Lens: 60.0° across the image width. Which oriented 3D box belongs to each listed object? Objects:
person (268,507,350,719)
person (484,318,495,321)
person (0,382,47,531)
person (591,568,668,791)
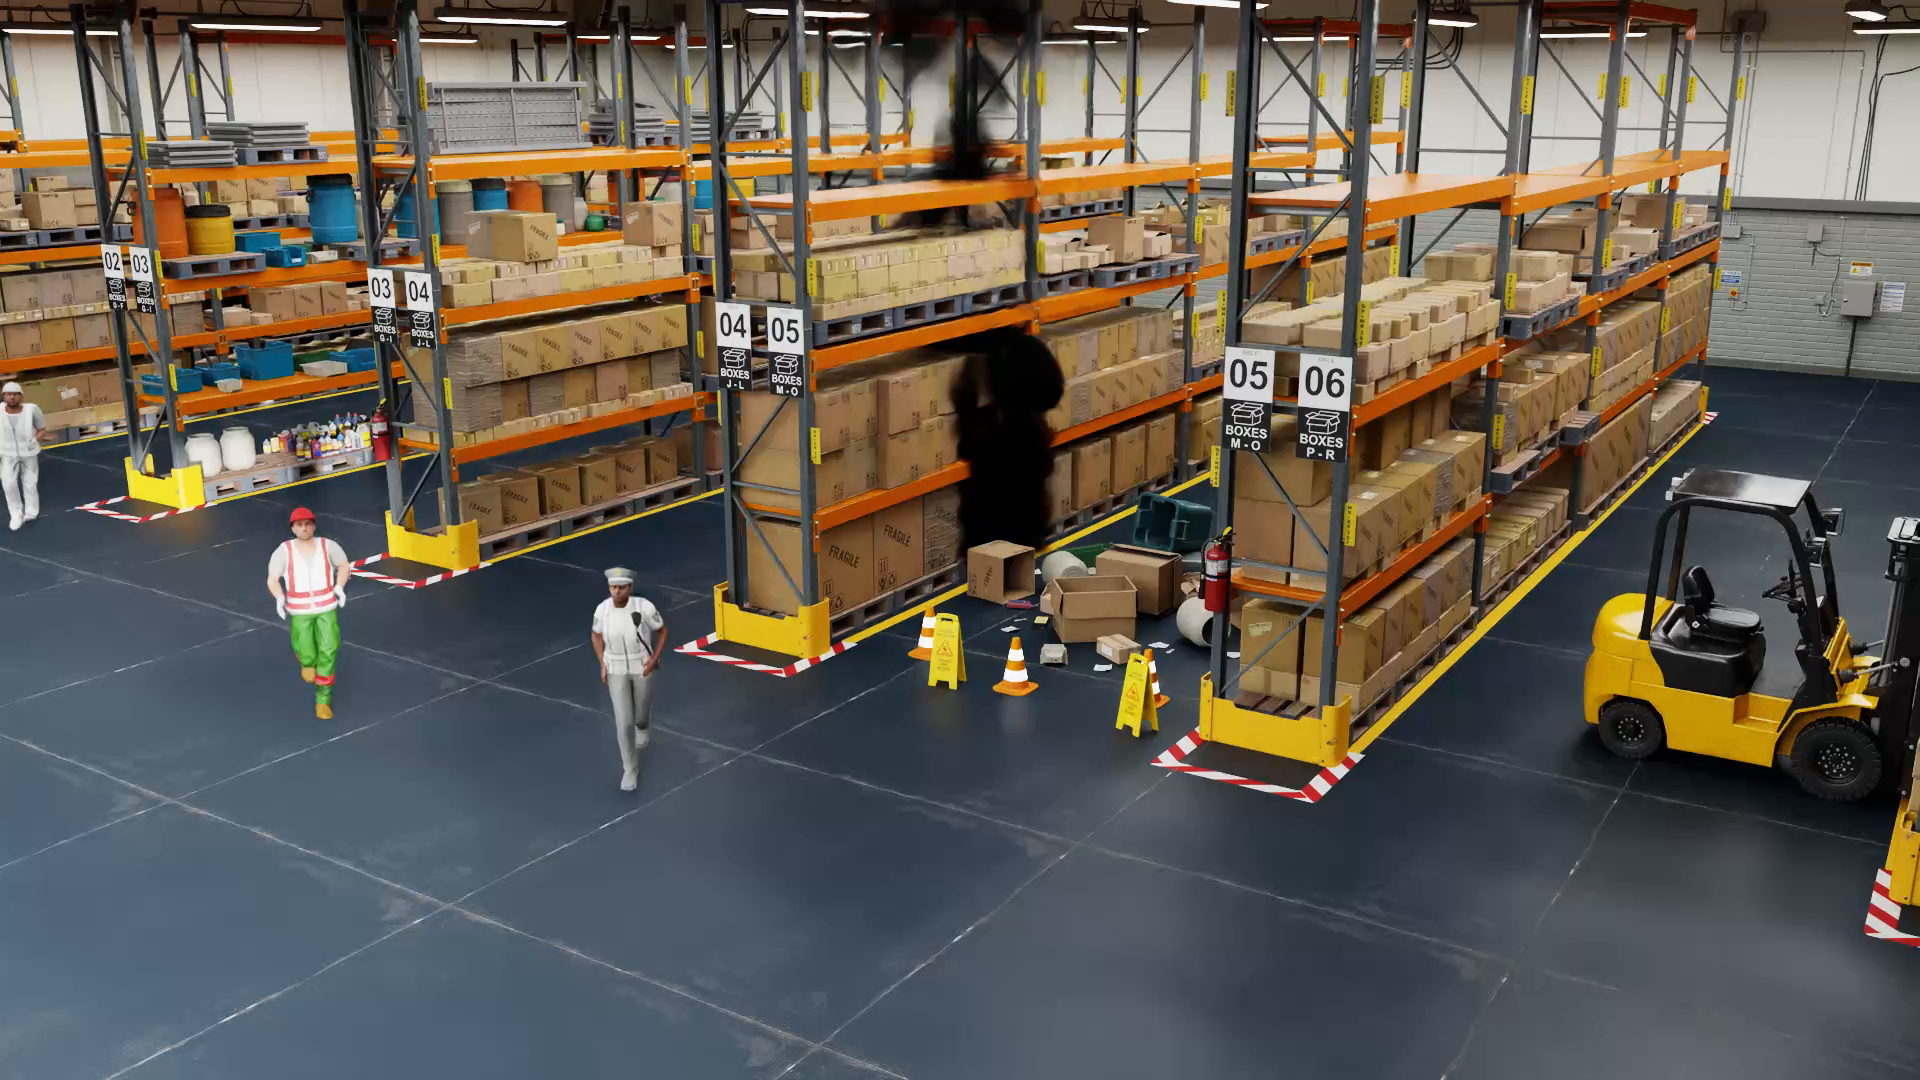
[{"bbox_3d":[-5.419,0.572,13.940,0.655,1.759,0.744,-7,17,-24],"label":"person"},{"bbox_3d":[-7.758,-3.174,27.377,0.666,1.778,0.841,7,17,25],"label":"person"},{"bbox_3d":[-11.042,-0.992,19.557,0.611,1.767,0.773,-7,17,-24],"label":"person"},{"bbox_3d":[-2.490,0.978,12.608,0.578,1.702,0.729,-2,16,-6],"label":"person"}]
